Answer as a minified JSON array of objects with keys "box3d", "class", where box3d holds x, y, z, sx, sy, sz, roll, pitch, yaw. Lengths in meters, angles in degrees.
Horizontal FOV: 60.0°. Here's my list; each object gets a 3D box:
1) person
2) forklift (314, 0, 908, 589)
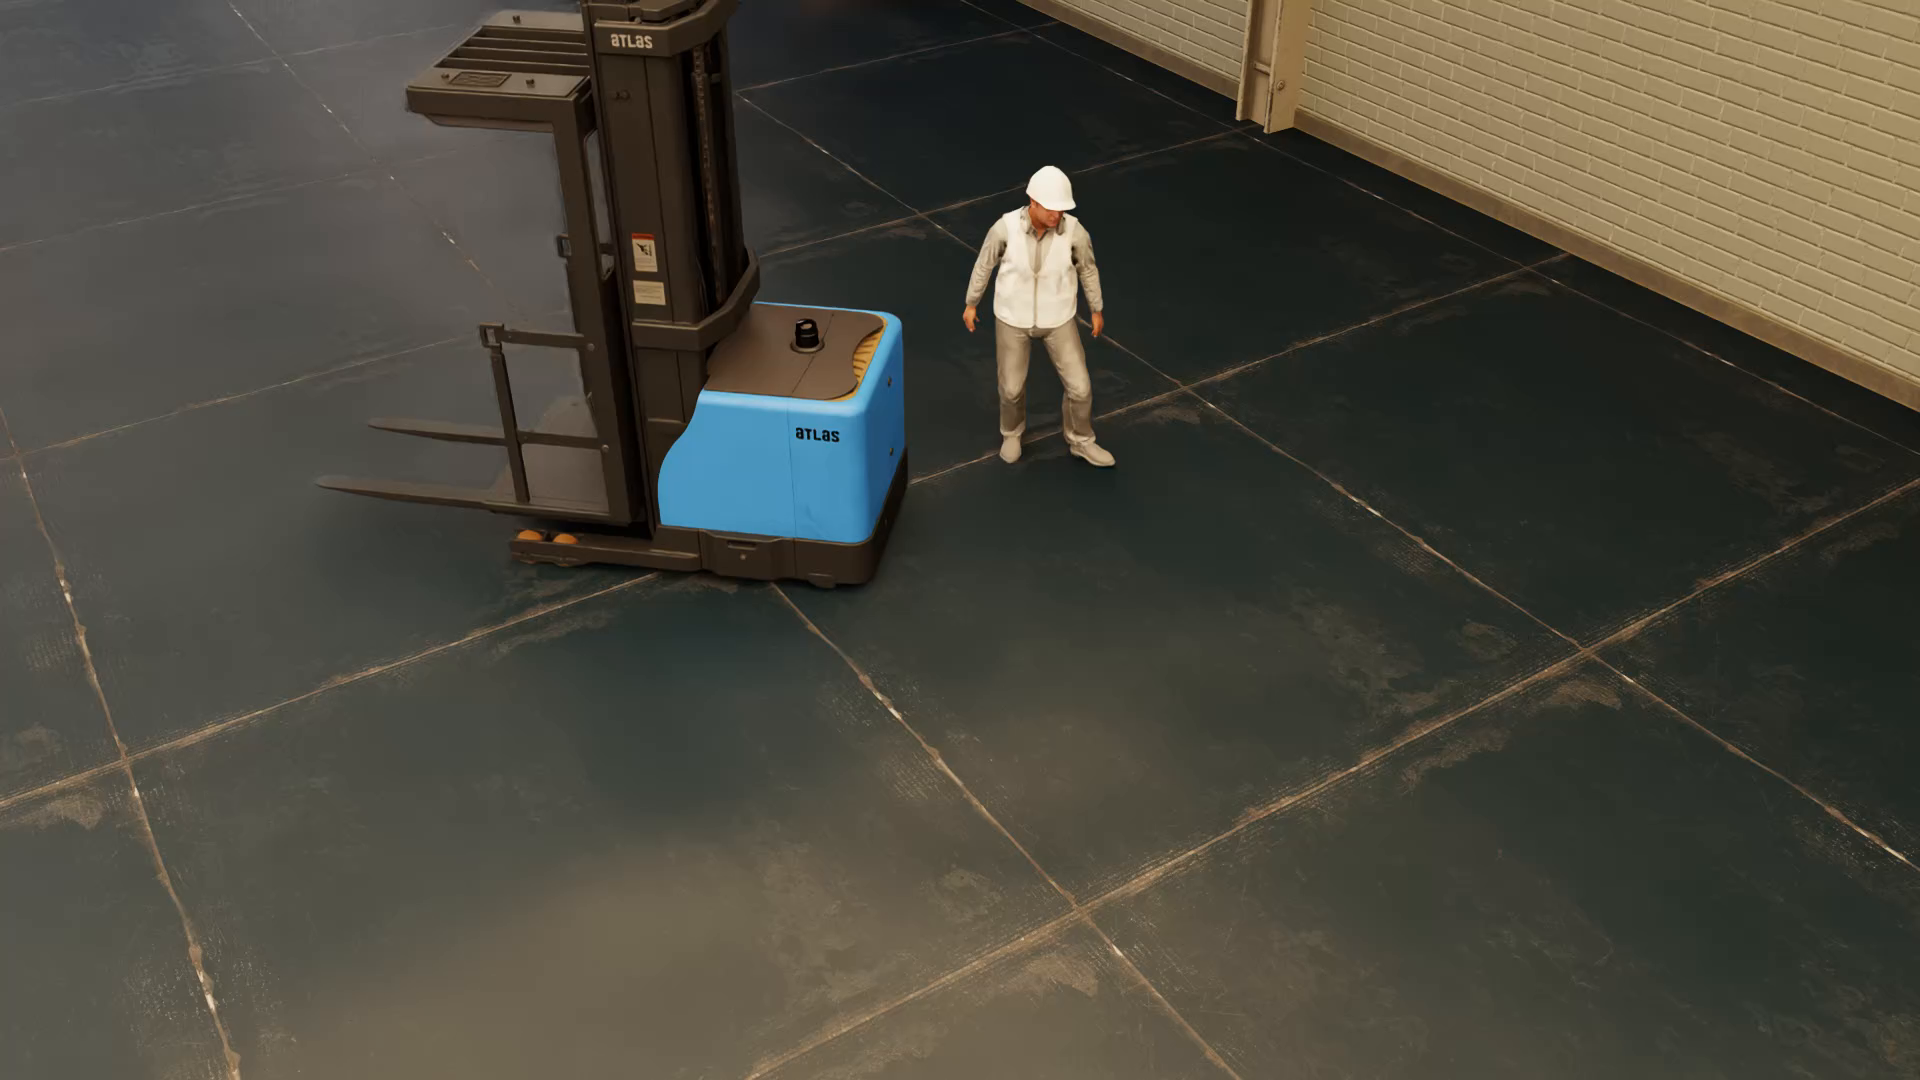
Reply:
[{"box3d":[0.439,-1.184,8.880,0.853,1.745,0.459,0,35,1],"class":"person"},{"box3d":[-1.846,-1.355,8.075,3.031,2.935,1.130,6,35,8],"class":"forklift"}]
